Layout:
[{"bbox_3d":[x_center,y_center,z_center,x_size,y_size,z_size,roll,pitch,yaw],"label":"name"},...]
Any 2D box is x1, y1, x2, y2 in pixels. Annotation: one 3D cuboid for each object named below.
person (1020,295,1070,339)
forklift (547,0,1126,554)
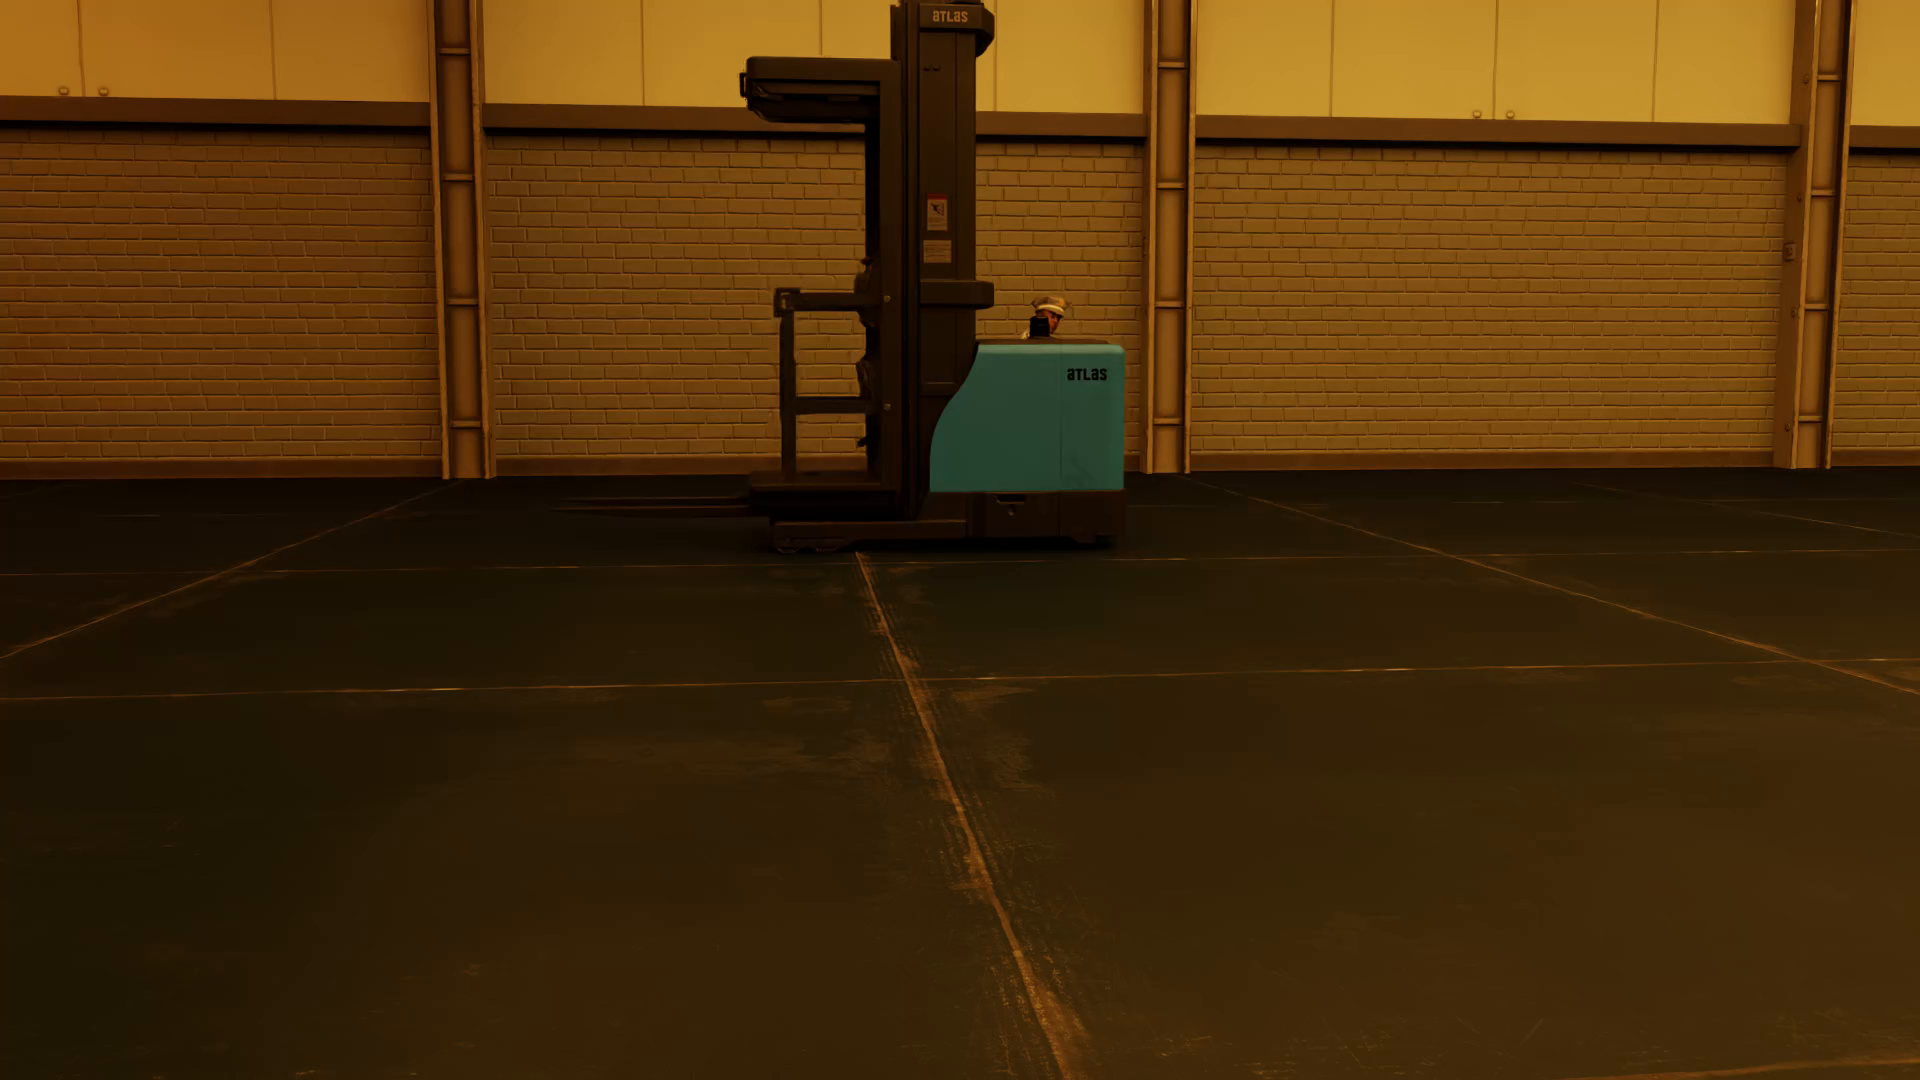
[{"bbox_3d":[0.636,-0.960,11.539,0.663,1.461,0.707,-3,7,-23],"label":"person"},{"bbox_3d":[-0.672,-1.446,8.964,3.031,2.935,1.130,-1,6,-7],"label":"forklift"}]
